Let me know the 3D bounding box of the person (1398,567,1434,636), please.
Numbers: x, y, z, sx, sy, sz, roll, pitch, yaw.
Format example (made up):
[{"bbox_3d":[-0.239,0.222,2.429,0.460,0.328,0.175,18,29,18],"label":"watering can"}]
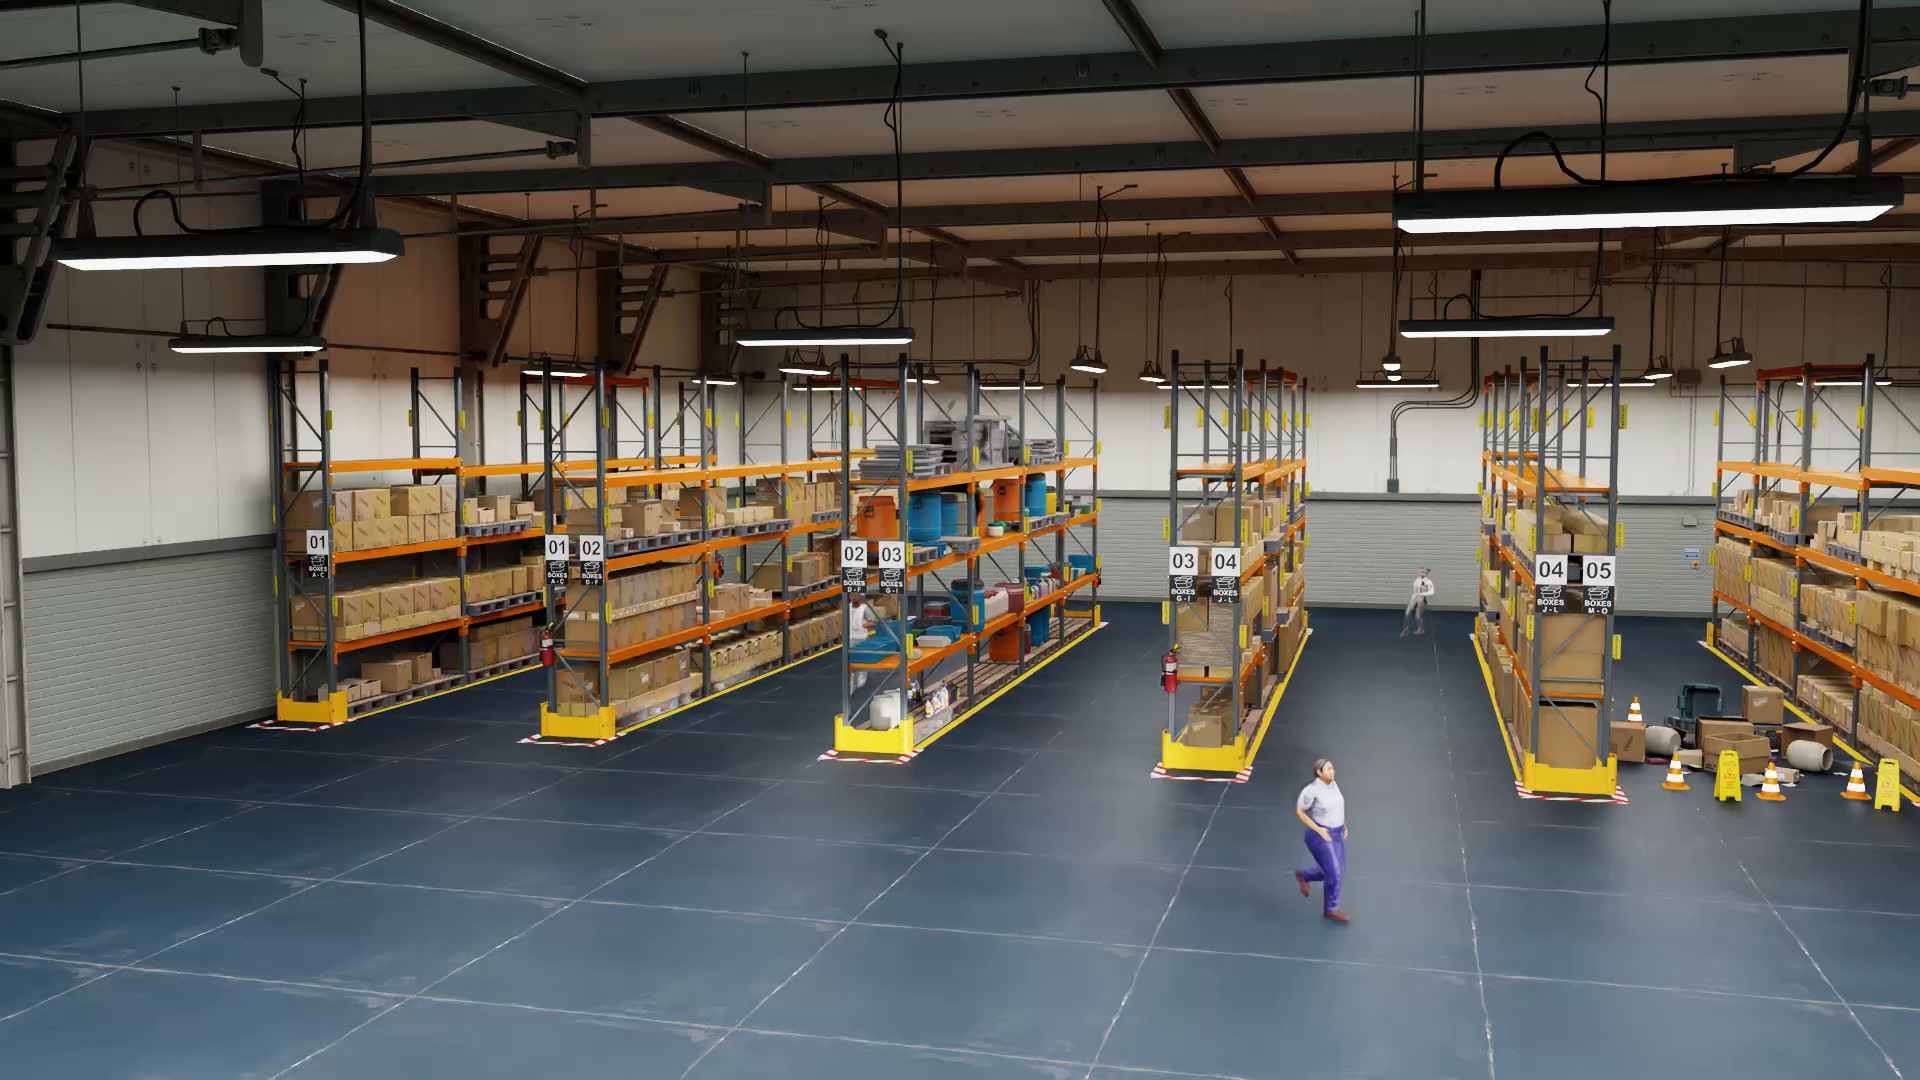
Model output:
[{"bbox_3d":[10.643,1.440,38.484,0.678,1.678,0.741,-3,5,-34],"label":"person"}]

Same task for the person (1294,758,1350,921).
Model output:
[{"bbox_3d":[3.640,2.989,16.784,0.626,1.598,0.717,-4,6,-43],"label":"person"}]

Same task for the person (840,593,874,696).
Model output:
[{"bbox_3d":[-1.835,1.782,28.982,0.668,1.904,0.641,1,4,15],"label":"person"}]
